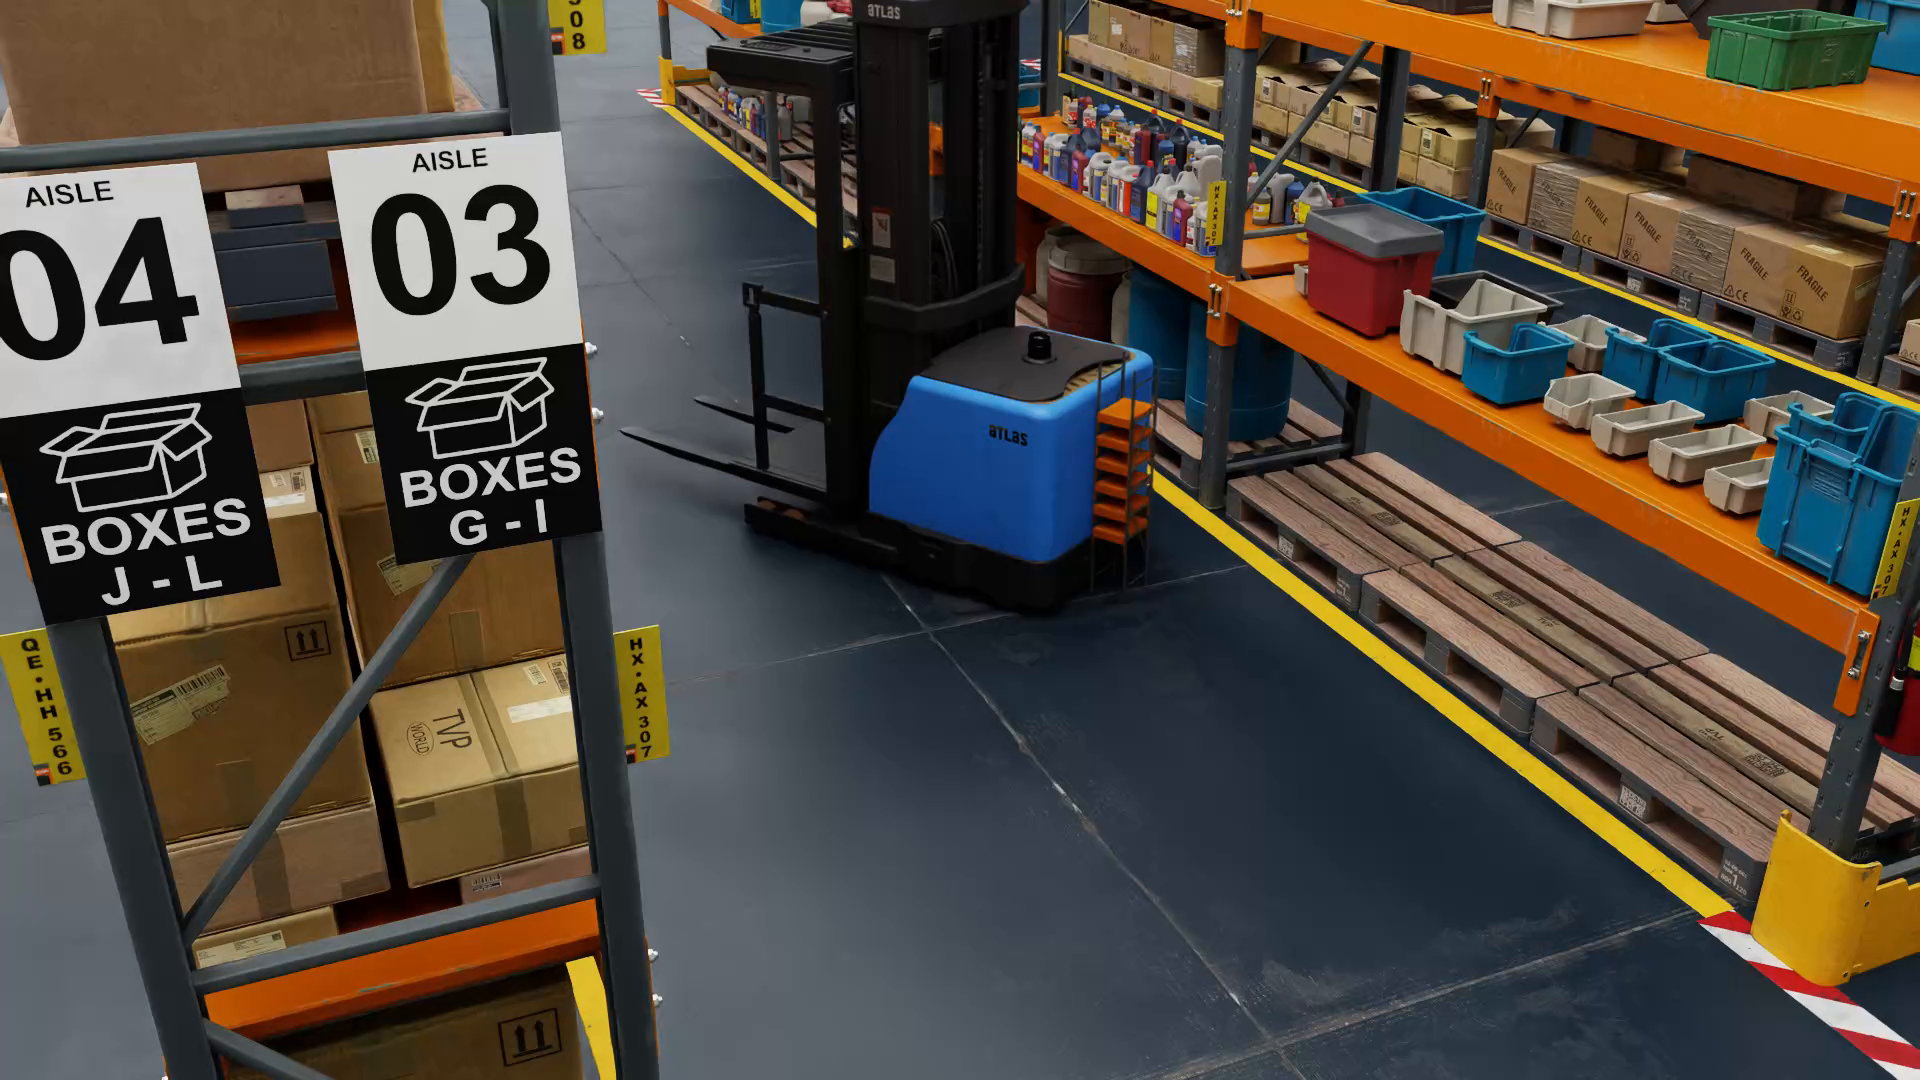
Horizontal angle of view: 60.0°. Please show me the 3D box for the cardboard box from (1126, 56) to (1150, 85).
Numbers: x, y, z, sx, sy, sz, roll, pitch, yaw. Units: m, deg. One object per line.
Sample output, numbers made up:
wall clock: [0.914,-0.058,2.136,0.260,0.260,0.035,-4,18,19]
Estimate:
cardboard box: [2.246,-5.400,19.047,0.500,0.250,0.500,-11,28,-21]

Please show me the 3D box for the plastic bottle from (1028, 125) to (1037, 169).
plastic bottle: [0.483,-2.516,10.631,0.097,0.271,0.097,0,26,0]

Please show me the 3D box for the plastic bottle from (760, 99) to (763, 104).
plastic bottle: [-1.973,-4.267,16.665,0.061,0.283,0.133,-11,28,-21]

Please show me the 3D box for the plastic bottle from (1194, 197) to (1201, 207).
plastic bottle: [1.308,-1.805,9.253,0.097,0.201,0.097,0,26,0]

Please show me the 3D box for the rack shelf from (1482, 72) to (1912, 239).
rack shelf: [5.571,-2.947,12.188,1.077,0.370,4.000,-11,28,-21]

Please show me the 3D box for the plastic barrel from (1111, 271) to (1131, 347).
plastic barrel: [1.182,-1.436,10.630,0.421,0.512,0.421,0,26,0]

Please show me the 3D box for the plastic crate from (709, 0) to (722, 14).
plastic crate: [-2.207,-5.337,16.562,0.530,0.136,0.437,-11,28,-21]

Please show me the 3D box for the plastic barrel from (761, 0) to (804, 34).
plastic barrel: [-1.465,-4.861,14.715,0.600,0.901,0.708,-11,28,-21]

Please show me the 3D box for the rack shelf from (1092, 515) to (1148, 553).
rack shelf: [0.787,-0.038,8.109,0.180,0.103,0.258,17,31,31]

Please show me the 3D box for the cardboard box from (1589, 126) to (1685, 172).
cardboard box: [5.396,-3.130,13.235,0.500,0.250,0.500,-9,28,-19]

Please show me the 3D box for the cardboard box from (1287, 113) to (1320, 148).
cardboard box: [3.556,-4.025,16.231,0.500,0.250,0.500,-11,28,-22]

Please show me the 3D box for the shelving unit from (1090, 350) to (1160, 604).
shelving unit: [0.787,-0.294,7.984,0.189,1.200,0.258,17,31,31]

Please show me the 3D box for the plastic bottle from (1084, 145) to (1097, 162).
plastic bottle: [0.792,-2.265,10.117,0.097,0.271,0.097,0,26,0]

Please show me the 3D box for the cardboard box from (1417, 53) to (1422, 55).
cardboard box: [4.181,-4.281,14.385,0.380,0.149,0.250,-11,28,-21]

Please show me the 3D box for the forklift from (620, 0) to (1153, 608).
forklift: [-0.527,-1.482,8.444,3.031,2.935,1.130,17,31,31]

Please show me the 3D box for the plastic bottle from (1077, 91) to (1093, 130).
plastic bottle: [0.870,-2.993,11.594,0.061,0.283,0.133,-11,28,-21]

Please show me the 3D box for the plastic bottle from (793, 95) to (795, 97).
plastic bottle: [-1.654,-4.603,17.362,0.152,0.276,0.135,-11,28,-22]

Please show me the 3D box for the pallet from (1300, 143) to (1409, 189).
pallet: [4.028,-3.656,15.997,1.003,0.211,1.213,-11,28,-21]

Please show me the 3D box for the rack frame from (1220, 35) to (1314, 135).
rack frame: [3.221,-5.693,16.991,1.000,3.000,0.127,-11,28,-21]

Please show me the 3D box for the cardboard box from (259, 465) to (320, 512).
cardboard box: [-2.421,-0.185,5.541,0.500,0.250,0.500,-10,28,-19]

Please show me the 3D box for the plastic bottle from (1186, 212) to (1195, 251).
plastic bottle: [1.273,-1.670,8.978,0.097,0.201,0.097,0,26,0]

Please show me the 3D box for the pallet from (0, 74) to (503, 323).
pallet: [-1.496,-0.754,3.557,1.003,0.211,1.213,-11,28,-21]

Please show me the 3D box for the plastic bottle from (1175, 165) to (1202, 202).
plastic bottle: [1.267,-1.931,9.343,0.144,0.351,0.185,-11,28,-21]

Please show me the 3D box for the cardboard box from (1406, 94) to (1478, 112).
cardboard box: [4.442,-3.962,15.462,0.500,0.311,0.500,-11,28,-22]

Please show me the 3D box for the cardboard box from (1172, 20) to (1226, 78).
cardboard box: [2.654,-5.337,18.062,0.500,0.500,0.500,-11,28,-21]

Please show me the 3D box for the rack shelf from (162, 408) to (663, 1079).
rack shelf: [-1.979,0.368,5.398,1.077,0.370,4.000,-11,28,-21]

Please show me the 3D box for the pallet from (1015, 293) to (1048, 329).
pallet: [0.576,-1.664,11.918,1.003,0.211,1.213,-11,28,-21]

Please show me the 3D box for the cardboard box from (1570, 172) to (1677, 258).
cardboard box: [5.105,-2.506,12.811,0.500,0.500,0.500,-11,28,-21]

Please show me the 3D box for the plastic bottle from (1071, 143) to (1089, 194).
plastic bottle: [0.727,-2.249,10.071,0.061,0.283,0.133,-11,28,-21]

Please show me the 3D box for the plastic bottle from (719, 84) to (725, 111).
plastic bottle: [-2.481,-4.644,17.452,0.097,0.271,0.097,0,26,0]

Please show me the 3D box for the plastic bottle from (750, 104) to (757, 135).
plastic bottle: [-2.032,-4.167,16.460,0.061,0.283,0.133,-9,27,-17]

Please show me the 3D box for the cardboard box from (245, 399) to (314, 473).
cardboard box: [-2.416,-0.519,5.372,0.500,0.500,0.500,-11,28,-22]

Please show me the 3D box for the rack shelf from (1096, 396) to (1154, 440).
rack shelf: [0.787,-0.577,7.846,0.180,0.103,0.258,17,31,31]

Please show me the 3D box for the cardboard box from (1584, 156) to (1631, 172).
cardboard box: [5.370,-2.815,13.445,0.500,0.500,0.500,-9,28,-19]

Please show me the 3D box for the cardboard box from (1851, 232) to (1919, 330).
cardboard box: [6.389,-1.775,11.314,0.500,0.500,0.500,-12,28,-23]

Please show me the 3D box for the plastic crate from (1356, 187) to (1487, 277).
plastic crate: [2.292,-1.504,8.361,0.392,0.384,0.575,-11,28,-21]

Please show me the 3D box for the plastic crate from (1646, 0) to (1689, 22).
plastic crate: [2.778,-2.241,6.638,0.437,0.282,0.530,-11,28,-21]

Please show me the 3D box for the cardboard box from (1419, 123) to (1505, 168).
cardboard box: [4.356,-3.452,14.418,0.500,0.311,0.500,-10,28,-19]

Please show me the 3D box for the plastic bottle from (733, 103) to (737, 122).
plastic bottle: [-2.269,-4.394,17.019,0.097,0.201,0.097,0,26,0]

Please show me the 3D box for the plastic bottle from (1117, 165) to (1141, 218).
plastic bottle: [1.003,-2.013,9.595,0.152,0.276,0.135,-11,28,-21]

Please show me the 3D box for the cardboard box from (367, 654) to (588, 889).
cardboard box: [-1.135,0.546,4.046,0.500,0.250,0.500,-11,28,-22]

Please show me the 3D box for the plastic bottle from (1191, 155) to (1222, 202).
plastic bottle: [1.462,-2.158,9.892,0.152,0.276,0.135,-11,28,-21]

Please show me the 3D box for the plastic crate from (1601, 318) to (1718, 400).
plastic crate: [2.935,-0.760,7.009,0.416,0.233,0.300,-11,28,-21]

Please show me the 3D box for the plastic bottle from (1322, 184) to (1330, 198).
plastic bottle: [1.992,-1.837,9.226,0.061,0.283,0.133,-11,28,-21]

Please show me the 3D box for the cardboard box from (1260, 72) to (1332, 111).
cardboard box: [3.345,-4.485,16.534,0.500,0.311,0.500,-11,28,-21]

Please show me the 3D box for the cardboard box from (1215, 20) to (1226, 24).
cardboard box: [3.125,-5.425,18.242,0.500,0.500,0.500,-11,28,-21]

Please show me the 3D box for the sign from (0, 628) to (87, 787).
sign: [-1.700,0.313,3.101,0.100,0.325,0.005,-11,28,-21]

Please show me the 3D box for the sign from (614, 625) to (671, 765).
sign: [-0.683,0.335,3.569,0.100,0.325,0.005,-11,28,-21]

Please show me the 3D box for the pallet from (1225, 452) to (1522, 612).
pallet: [2.119,-0.071,8.654,1.003,0.211,1.213,-11,28,-21]

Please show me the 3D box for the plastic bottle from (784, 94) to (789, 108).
plastic bottle: [-1.806,-4.644,17.438,0.061,0.283,0.133,-11,28,-21]

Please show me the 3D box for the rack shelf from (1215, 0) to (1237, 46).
rack shelf: [1.012,-3.446,9.790,1.077,0.370,4.000,-11,28,-21]

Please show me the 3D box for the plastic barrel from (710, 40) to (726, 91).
plastic barrel: [-2.576,-5.276,18.495,0.421,0.512,0.421,0,26,0]

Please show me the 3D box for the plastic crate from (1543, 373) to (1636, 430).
plastic crate: [2.511,-0.550,6.689,0.298,0.136,0.250,-11,28,-21]

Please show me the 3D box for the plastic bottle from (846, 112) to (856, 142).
plastic bottle: [-1.059,-4.019,16.171,0.097,0.271,0.097,0,26,0]

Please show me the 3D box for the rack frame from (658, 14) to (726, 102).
rack frame: [-2.904,-6.458,18.558,1.000,3.000,0.127,-11,28,-21]

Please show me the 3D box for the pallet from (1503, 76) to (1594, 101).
pallet: [5.118,-3.730,13.190,1.213,0.211,1.003,-11,28,-21]
